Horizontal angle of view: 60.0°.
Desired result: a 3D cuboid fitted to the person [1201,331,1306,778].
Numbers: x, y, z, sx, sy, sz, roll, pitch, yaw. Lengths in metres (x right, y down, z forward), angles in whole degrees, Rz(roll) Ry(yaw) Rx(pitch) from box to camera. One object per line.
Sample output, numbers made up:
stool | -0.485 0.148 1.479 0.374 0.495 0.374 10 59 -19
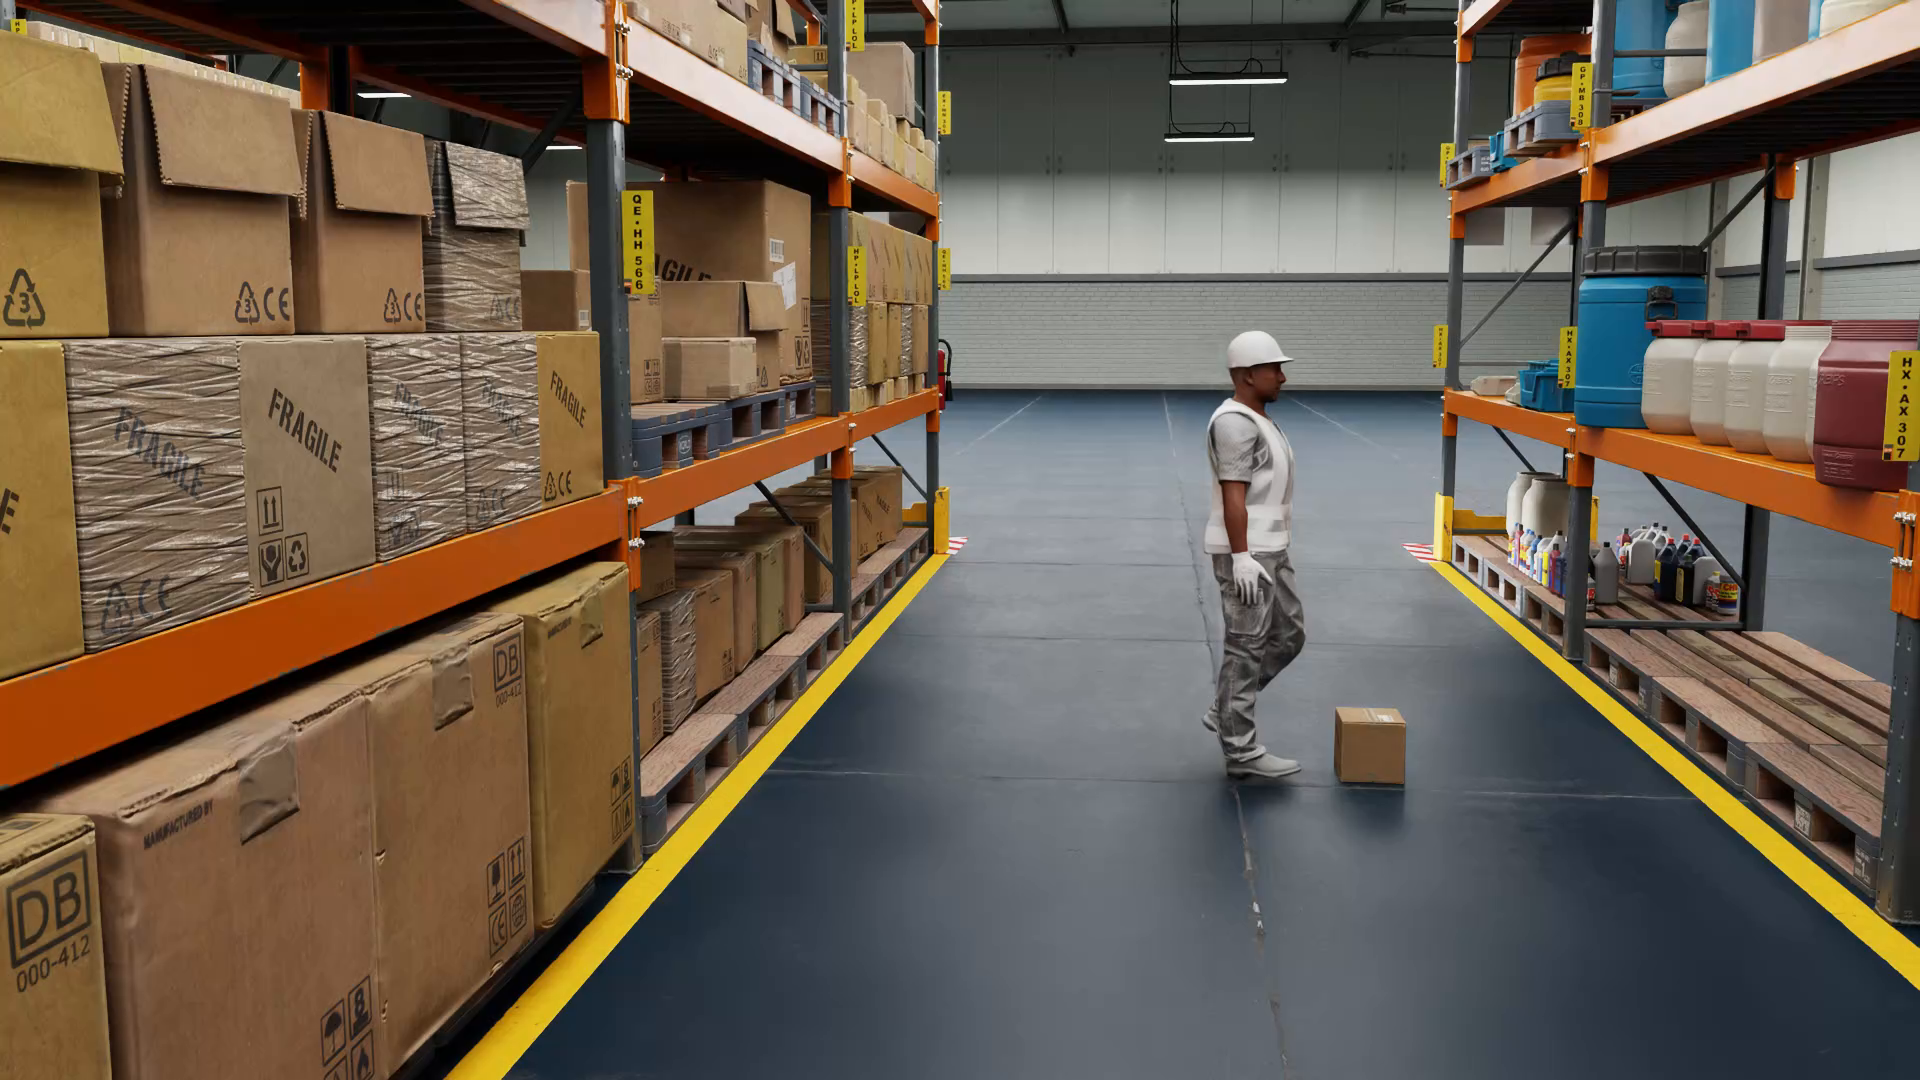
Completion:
person | 1.175 0.061 6.690 0.460 1.790 0.578 3 8 19
